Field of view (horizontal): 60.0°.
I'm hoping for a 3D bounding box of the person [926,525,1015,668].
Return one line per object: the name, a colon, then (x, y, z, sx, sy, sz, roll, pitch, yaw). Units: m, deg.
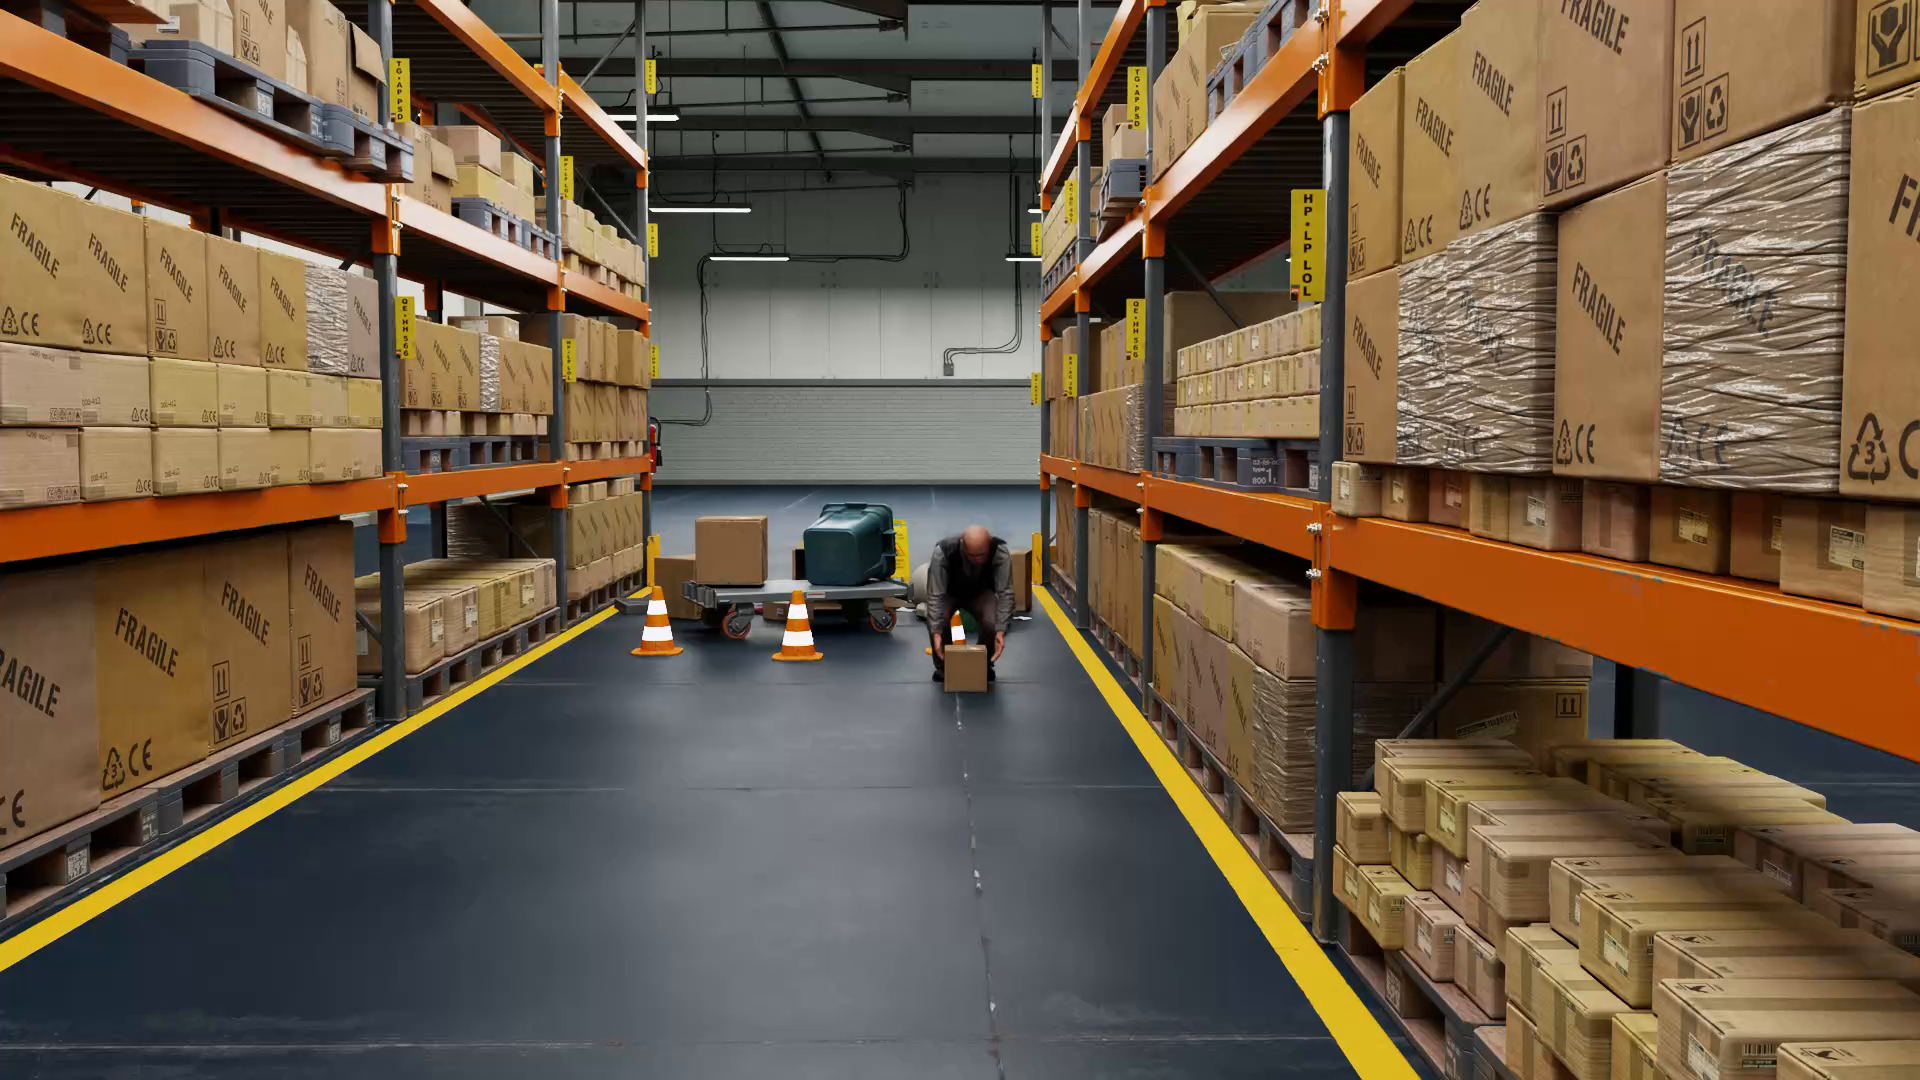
person: (0.060, 0.350, 10.290, 0.541, 0.926, 0.859, 0, 4, -2)
